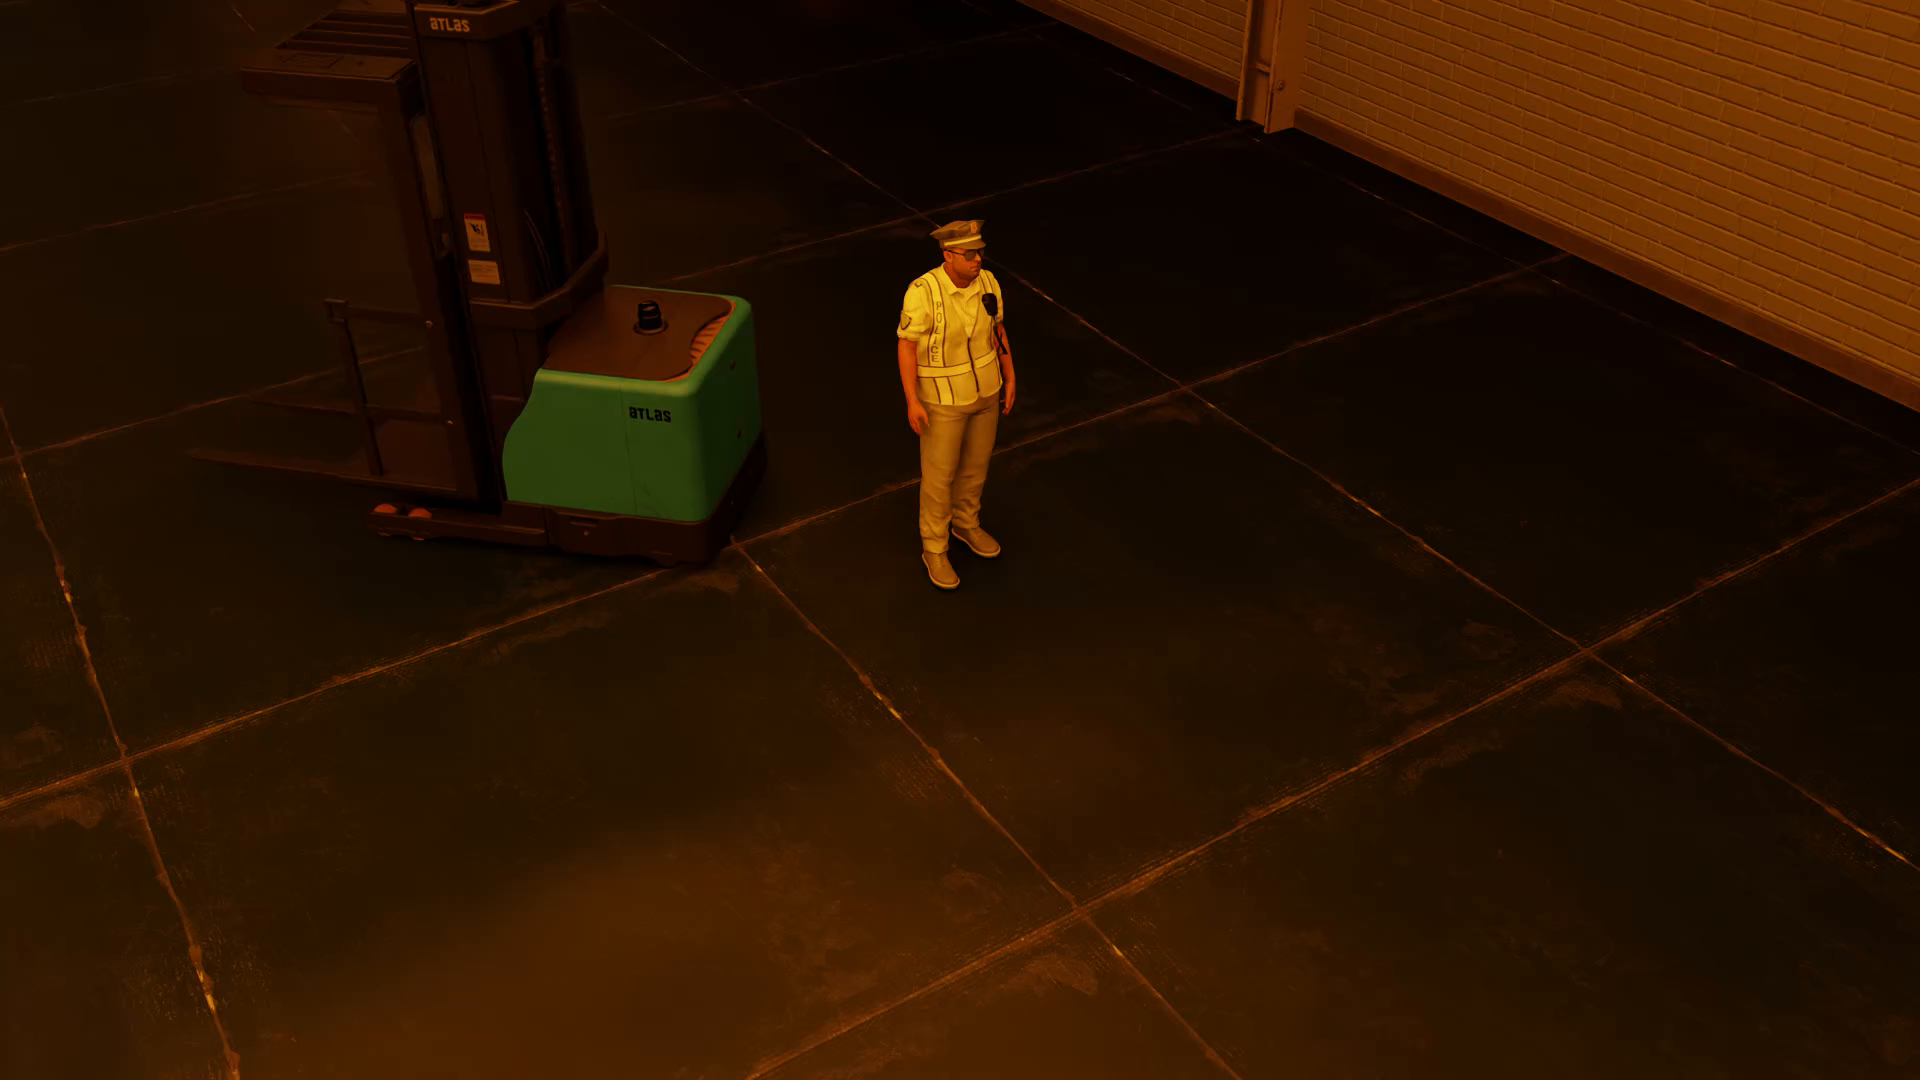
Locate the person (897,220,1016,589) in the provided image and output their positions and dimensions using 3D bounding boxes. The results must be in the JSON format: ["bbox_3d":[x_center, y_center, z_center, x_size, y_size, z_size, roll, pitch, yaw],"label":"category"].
[{"bbox_3d":[0.032,-0.694,8.122,0.640,1.780,0.575,-21,40,-27],"label":"person"}]

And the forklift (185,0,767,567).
[{"bbox_3d":[-2.633,-1.487,8.264,3.031,2.935,1.130,7,36,10],"label":"forklift"}]
